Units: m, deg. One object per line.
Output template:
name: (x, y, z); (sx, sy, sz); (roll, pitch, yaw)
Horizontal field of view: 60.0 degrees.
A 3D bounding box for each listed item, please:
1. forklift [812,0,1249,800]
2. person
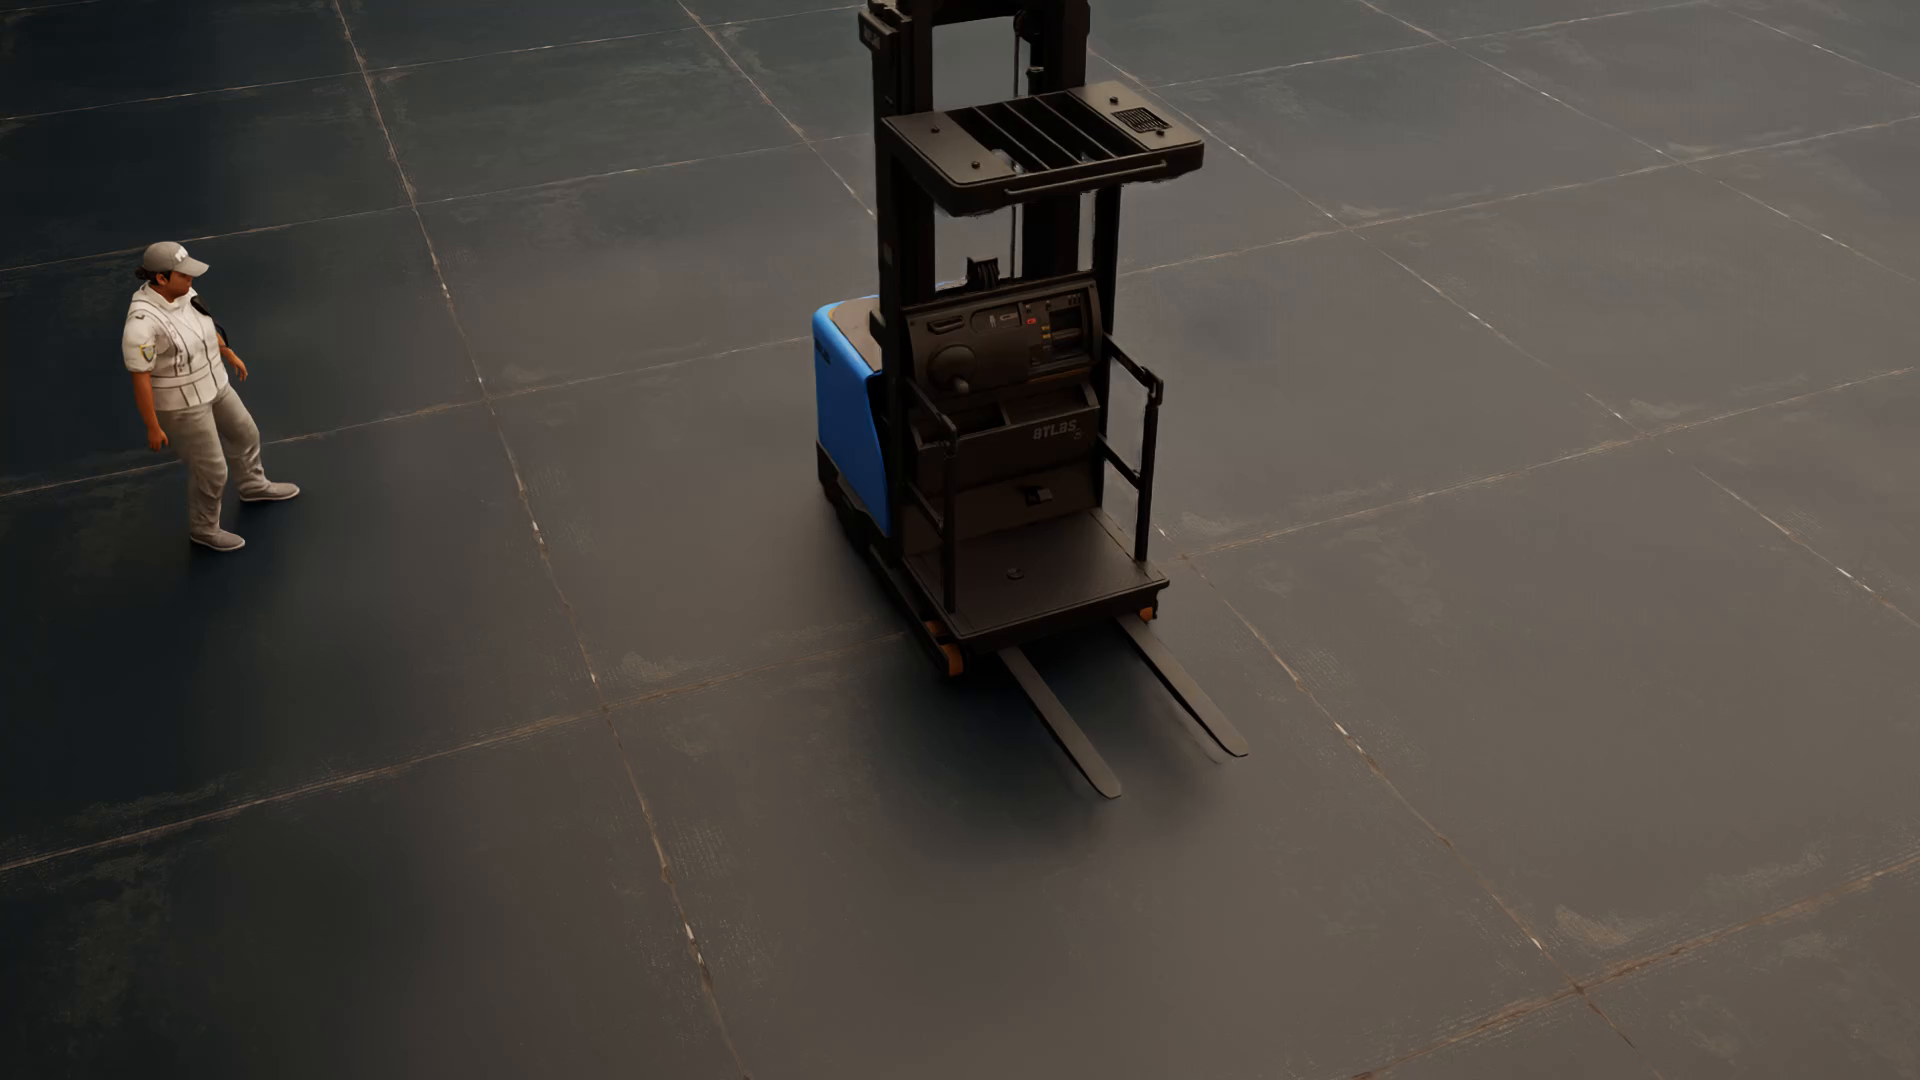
forklift: (0.294, -0.839, 7.279); (1.130, 2.935, 3.031); (-15, 38, -19)
person: (-3.776, -0.734, 8.250); (0.454, 1.640, 0.757); (4, 36, 5)
